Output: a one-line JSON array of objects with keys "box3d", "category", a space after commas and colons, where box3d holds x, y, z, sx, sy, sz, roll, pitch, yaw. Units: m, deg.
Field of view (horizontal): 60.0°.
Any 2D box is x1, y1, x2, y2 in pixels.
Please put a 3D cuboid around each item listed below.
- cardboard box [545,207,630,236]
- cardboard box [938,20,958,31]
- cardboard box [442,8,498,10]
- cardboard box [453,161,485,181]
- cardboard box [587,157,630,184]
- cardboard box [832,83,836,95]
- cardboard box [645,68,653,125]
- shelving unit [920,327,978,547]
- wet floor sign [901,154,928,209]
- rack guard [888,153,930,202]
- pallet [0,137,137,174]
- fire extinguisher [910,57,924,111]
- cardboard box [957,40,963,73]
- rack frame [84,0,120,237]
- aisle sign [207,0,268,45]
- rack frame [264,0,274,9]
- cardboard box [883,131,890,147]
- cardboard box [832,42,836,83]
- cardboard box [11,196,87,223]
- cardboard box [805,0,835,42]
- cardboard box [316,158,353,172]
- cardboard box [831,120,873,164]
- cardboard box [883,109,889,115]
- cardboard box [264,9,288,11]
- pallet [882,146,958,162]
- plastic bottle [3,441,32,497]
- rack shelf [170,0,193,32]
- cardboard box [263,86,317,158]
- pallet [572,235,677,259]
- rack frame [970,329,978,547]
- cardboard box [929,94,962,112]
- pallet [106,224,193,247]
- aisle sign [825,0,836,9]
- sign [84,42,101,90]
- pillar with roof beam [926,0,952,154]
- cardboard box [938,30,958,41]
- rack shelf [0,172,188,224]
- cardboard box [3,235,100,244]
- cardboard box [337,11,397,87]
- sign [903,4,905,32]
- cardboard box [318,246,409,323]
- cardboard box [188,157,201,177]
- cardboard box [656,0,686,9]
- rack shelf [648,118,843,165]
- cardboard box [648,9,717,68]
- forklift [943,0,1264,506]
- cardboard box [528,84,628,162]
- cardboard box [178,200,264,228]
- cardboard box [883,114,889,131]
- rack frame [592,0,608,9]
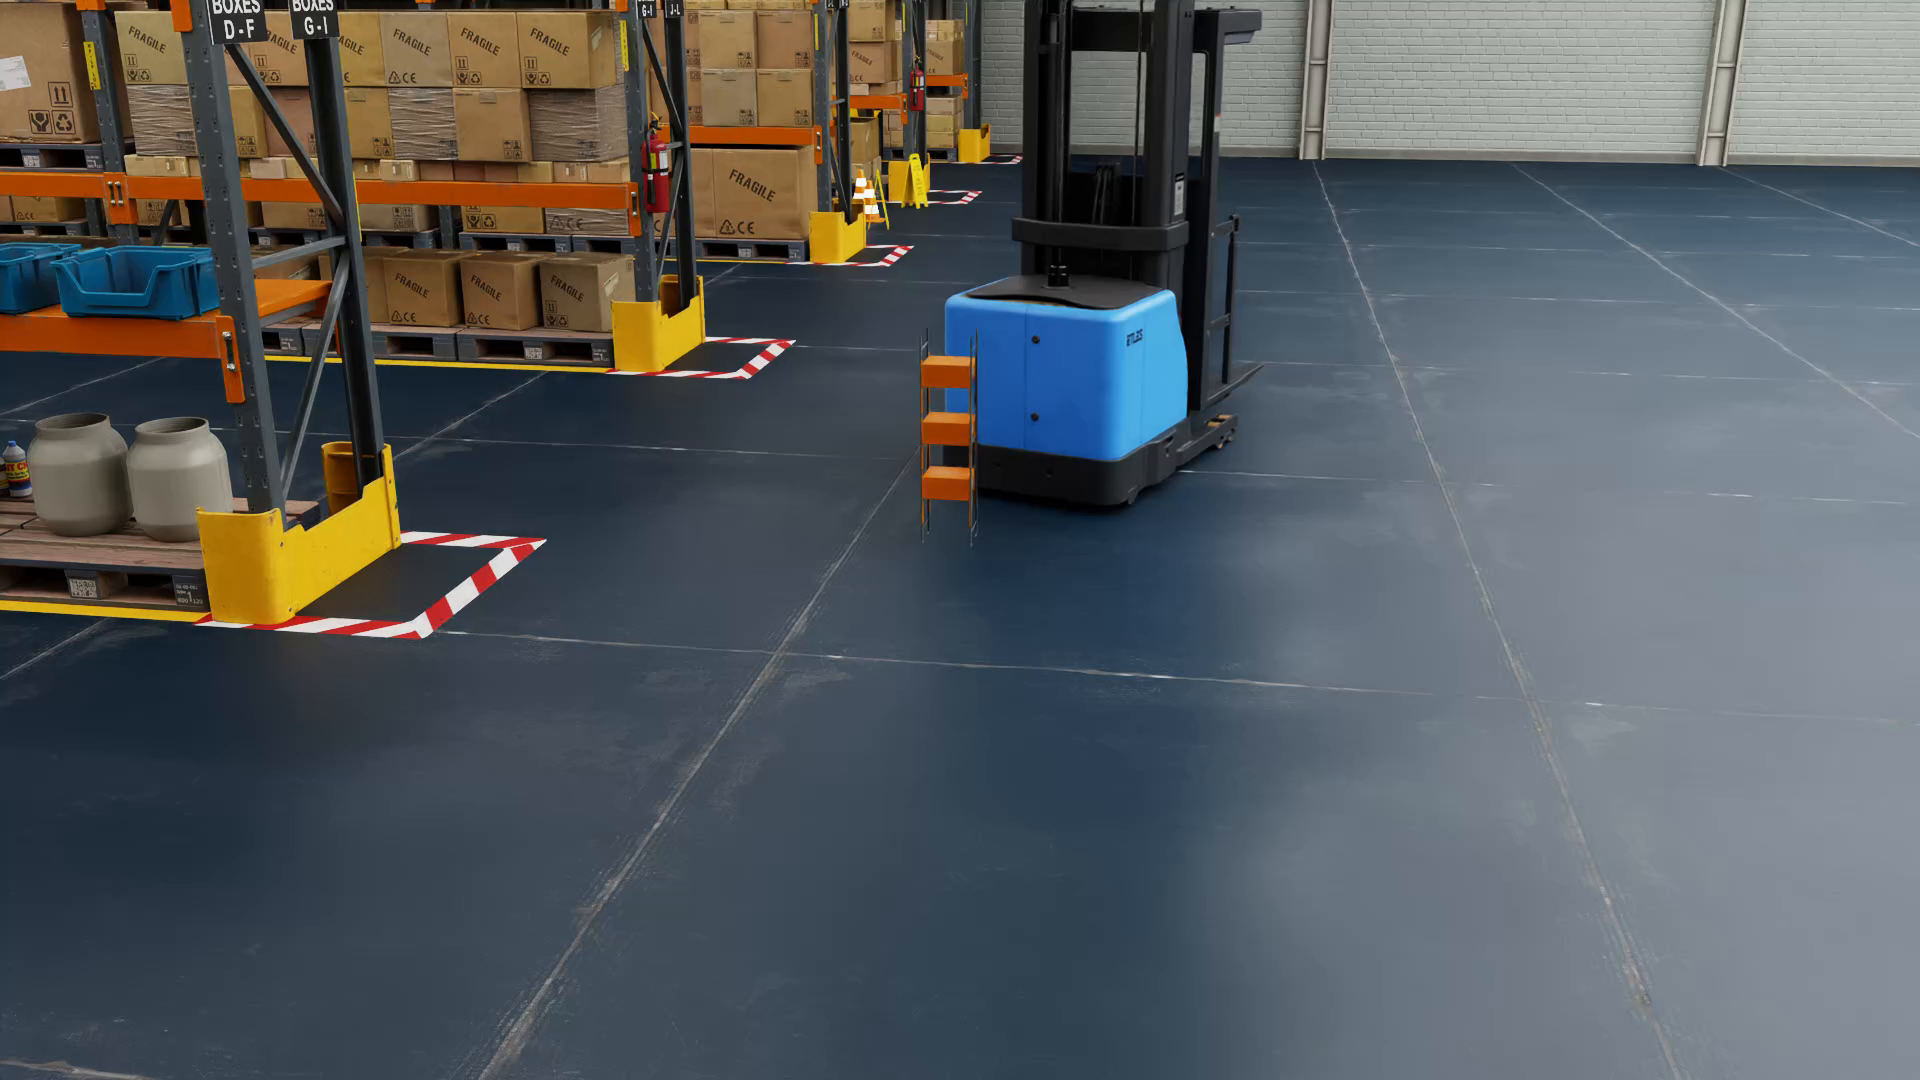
[{"box3d": [-3.716, -3.649, 17.167, 0.875, 0.875, 0.875, 3, 19, 9], "category": "cardboard box"}, {"box3d": [-0.185, -7.913, 25.576, 0.250, 0.149, 0.380, 3, 19, 9], "category": "cardboard box"}, {"box3d": [-4.858, -5.109, 16.906, 0.550, 0.550, 0.875, 3, 19, 9], "category": "cardboard box"}, {"box3d": [-3.454, -2.688, 12.004, 0.250, 0.149, 0.380, 3, 19, 9], "category": "cardboard box"}, {"box3d": [-2.468, -2.635, 11.848, 0.250, 0.149, 0.380, 3, 19, 9], "category": "cardboard box"}, {"box3d": [-1.503, -5.740, 21.126, 0.250, 0.149, 0.380, 3, 19, 8], "category": "cardboard box"}, {"box3d": [-3.250, -4.531, 16.882, 0.500, 0.550, 0.875, 3, 19, 9], "category": "cardboard box"}, {"box3d": [-0.053, -0.501, 8.145, 0.252, 1.050, 0.215, 3, 19, 9], "category": "shelving unit"}, {"box3d": [-0.564, -4.448, 20.580, 0.232, 0.644, 0.267, 10, 21, 27], "category": "wet floor sign"}, {"box3d": [-0.657, -4.728, 21.645, 0.348, 0.500, 1.175, 3, 19, 9], "category": "rack guard"}, {"box3d": [-6.835, -2.999, 12.842, 1.213, 0.211, 1.003, 3, 19, 9], "category": "pallet"}, {"box3d": [-0.542, -5.723, 20.801, 0.183, 0.674, 0.296, 3, 19, 9], "category": "fire extinguisher"}, {"box3d": [-0.243, -7.624, 26.204, 0.500, 0.500, 0.500, 4, 19, 10], "category": "cardboard box"}, {"box3d": [-9.166, -4.756, 17.791, 0.127, 3.000, 1.000, 3, 19, 9], "category": "rack frame"}, {"box3d": [-2.915, -2.389, 6.619, 0.004, 0.787, 0.394, 3, 19, 9], "category": "aisle sign"}, {"box3d": [-11.646, -8.069, 27.690, 0.127, 3.000, 1.000, 3, 19, 9], "category": "rack frame"}, {"box3d": [-1.294, -6.341, 26.197, 0.500, 0.250, 0.500, 3, 19, 9], "category": "cardboard box"}, {"box3d": [-1.655, -6.066, 21.078, 0.500, 0.500, 0.500, 3, 19, 9], "category": "cardboard box"}, {"box3d": [-9.857, -3.721, 17.975, 0.500, 0.500, 0.500, 3, 19, 8], "category": "cardboard box"}, {"box3d": [-1.619, -6.557, 20.971, 0.500, 0.500, 0.700, 3, 19, 9], "category": "cardboard box"}, {"box3d": [-4.455, -2.711, 12.073, 0.250, 0.149, 0.380, 3, 19, 9], "category": "cardboard box"}, {"box3d": [-1.414, -5.119, 21.364, 0.500, 0.500, 0.500, 3, 19, 9], "category": "cardboard box"}, {"box3d": [-1.307, -6.806, 26.012, 0.500, 0.250, 0.500, 3, 19, 9], "category": "cardboard box"}, {"box3d": [-5.121, -3.708, 12.454, 0.500, 0.500, 0.500, 3, 19, 9], "category": "cardboard box"}, {"box3d": [-0.560, -6.168, 26.404, 1.213, 0.211, 1.003, 3, 19, 9], "category": "pallet"}, {"box3d": [-4.680, -0.357, 8.248, 0.097, 0.271, 0.097, 0, 18, 0], "category": "plastic bottle"}, {"box3d": [-4.914, -2.435, 7.260, 4.000, 0.370, 1.077, 3, 19, 9], "category": "rack shelf"}, {"box3d": [-4.671, -3.123, 12.282, 0.500, 0.500, 0.875, 3, 19, 9], "category": "cardboard box"}, {"box3d": [-3.270, -3.109, 17.263, 1.213, 0.211, 1.003, 3, 19, 9], "category": "pallet"}, {"box3d": [0.068, -0.494, 8.126, 0.008, 1.050, 0.200, 3, 19, 9], "category": "rack frame"}, {"box3d": [-0.243, -6.918, 26.346, 0.500, 0.250, 0.500, 3, 19, 8], "category": "cardboard box"}, {"box3d": [-8.400, -3.371, 18.044, 1.213, 0.211, 1.003, 3, 19, 9], "category": "pallet"}, {"box3d": [-1.245, -5.489, 15.883, 0.004, 0.787, 0.394, 3, 19, 9], "category": "aisle sign"}, {"box3d": [-6.188, -3.381, 11.856, 0.005, 0.325, 0.100, 3, 19, 9], "category": "sign"}, {"box3d": [-1.026, -9.278, 21.851, 0.400, 9.000, 9.100, 3, 19, 9], "category": "pillar with roof beam"}, {"box3d": [-0.185, -7.749, 25.556, 0.250, 0.149, 0.380, 3, 19, 9], "category": "cardboard box"}, {"box3d": [-8.078, -2.766, 12.975, 4.000, 0.370, 1.077, 3, 19, 9], "category": "rack shelf"}, {"box3d": [-7.174, -2.097, 13.089, 0.500, 0.500, 0.700, 3, 19, 8], "category": "cardboard box"}, {"box3d": [-4.216, -3.495, 11.818, 0.500, 0.500, 0.500, 3, 19, 9], "category": "cardboard box"}, {"box3d": [-0.690, -6.436, 20.487, 0.005, 0.325, 0.100, 3, 19, 9], "category": "sign"}, {"box3d": [-4.522, -1.954, 12.694, 0.500, 0.500, 0.500, 1, 19, 4], "category": "cardboard box"}, {"box3d": [-5.443, -2.761, 12.224, 0.250, 0.149, 0.380, 3, 19, 9], "category": "cardboard box"}, {"box3d": [-3.630, -6.651, 21.251, 0.500, 0.500, 0.700, 3, 19, 9], "category": "cardboard box"}, {"box3d": [-3.242, -4.113, 17.002, 4.000, 0.370, 1.077, 3, 19, 9], "category": "rack shelf"}, {"box3d": [-2.717, -5.037, 16.692, 0.550, 0.550, 0.875, 3, 19, 9], "category": "cardboard box"}, {"box3d": [1.037, -1.990, 9.630, 1.130, 2.935, 3.031, 9, 21, 26], "category": "forklift"}, {"box3d": [-2.693, -3.030, 12.004, 0.500, 0.500, 0.875, 3, 19, 9], "category": "cardboard box"}, {"box3d": [-7.715, -3.787, 17.777, 0.750, 0.750, 1.050, 3, 19, 9], "category": "cardboard box"}, {"box3d": [-1.335, -6.572, 26.100, 0.500, 0.250, 0.500, 2, 19, 7], "category": "cardboard box"}, {"box3d": [-4.531, -6.111, 21.839, 0.127, 3.000, 1.000, 3, 19, 9], "category": "rack frame"}]
